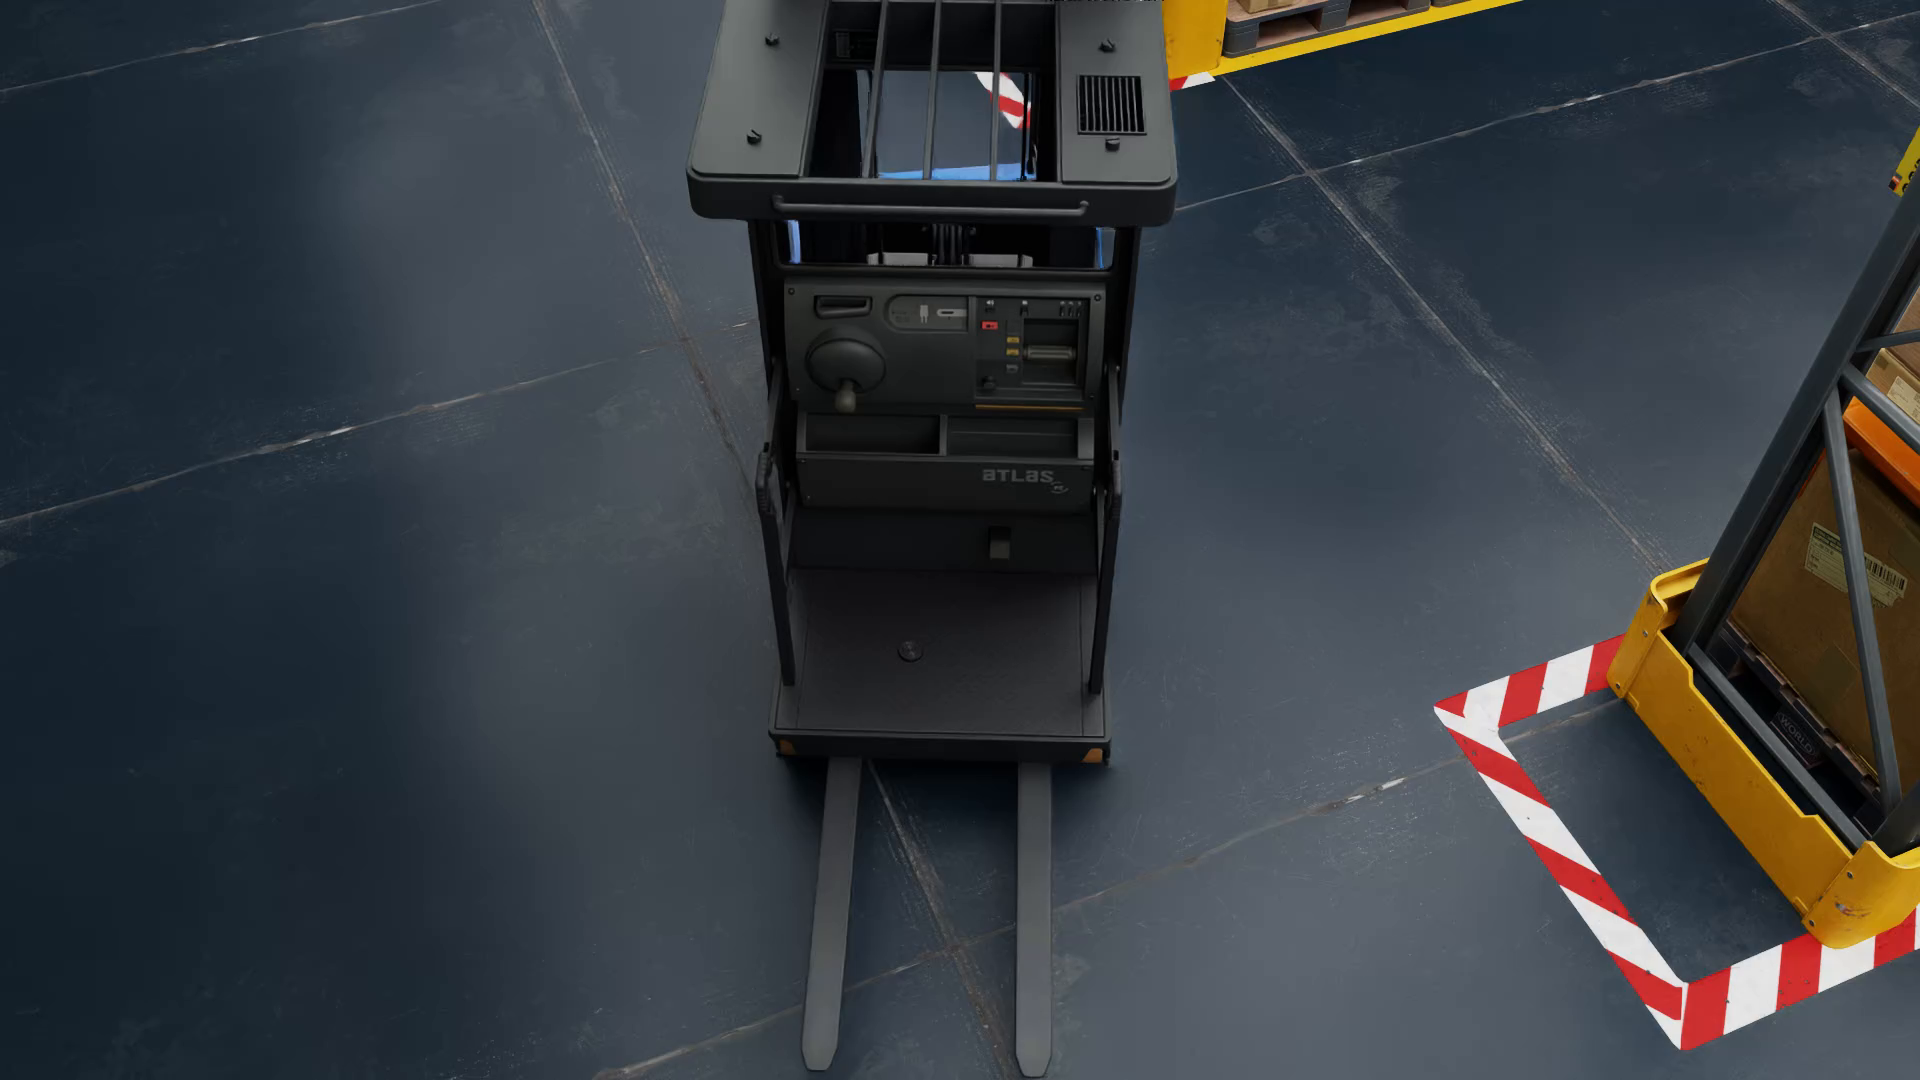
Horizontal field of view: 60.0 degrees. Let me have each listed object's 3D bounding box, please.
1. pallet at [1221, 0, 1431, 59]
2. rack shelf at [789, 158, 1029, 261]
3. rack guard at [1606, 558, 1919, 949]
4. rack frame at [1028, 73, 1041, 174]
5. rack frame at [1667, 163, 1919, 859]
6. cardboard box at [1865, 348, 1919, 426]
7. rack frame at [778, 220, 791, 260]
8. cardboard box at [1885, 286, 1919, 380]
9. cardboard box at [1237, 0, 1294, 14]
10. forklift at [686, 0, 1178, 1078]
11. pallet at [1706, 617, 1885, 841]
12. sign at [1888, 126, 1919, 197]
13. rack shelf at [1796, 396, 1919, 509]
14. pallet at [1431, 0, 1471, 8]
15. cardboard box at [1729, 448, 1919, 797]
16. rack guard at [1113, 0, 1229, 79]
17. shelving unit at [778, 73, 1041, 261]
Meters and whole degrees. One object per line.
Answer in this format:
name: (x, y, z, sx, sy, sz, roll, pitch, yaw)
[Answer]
pallet: (1.702, -2.993, 8.681, 1.213, 0.211, 1.003, -17, 52, -14)
rack shelf: (-0.183, -1.241, 6.564, 1.000, 0.185, 0.538, -5, 50, -4)
rack guard: (2.626, 0.662, 5.352, 0.348, 0.500, 1.175, -17, 52, -14)
rack frame: (0.322, -1.404, 6.467, 0.032, 1.500, 0.500, -5, 50, -4)
rack frame: (2.648, -0.159, 4.409, 0.127, 3.000, 1.000, -17, 52, -14)
cardboard box: (2.853, -0.410, 4.791, 0.250, 0.149, 0.380, -16, 51, -14)
rack frame: (-0.688, -1.311, 6.388, 0.032, 1.500, 0.500, -5, 50, -4)
cardboard box: (2.996, -0.532, 4.633, 0.500, 0.250, 0.500, -18, 52, -15)
cardboard box: (1.472, -2.805, 8.284, 0.250, 0.149, 0.380, -16, 51, -14)
forklift: (-0.051, -0.459, 4.712, 1.130, 2.935, 3.031, 1, 49, 1)
pallet: (3.359, 0.465, 5.711, 1.213, 0.211, 1.003, -17, 52, -14)
sign: (2.456, -0.998, 4.211, 0.005, 0.325, 0.100, -17, 52, -14)
rack shelf: (4.500, -0.498, 5.175, 4.000, 0.370, 1.077, -17, 52, -14)
pallet: (2.830, -3.340, 8.979, 1.213, 0.211, 1.003, -17, 52, -14)
cardboard box: (3.210, 0.157, 5.262, 0.875, 0.875, 0.875, -17, 52, -14)
rack guard: (0.937, -2.879, 8.393, 0.348, 0.500, 1.175, -17, 52, -14)
shelving unit: (-0.183, -1.358, 6.427, 1.048, 1.500, 0.538, -5, 50, -4)
